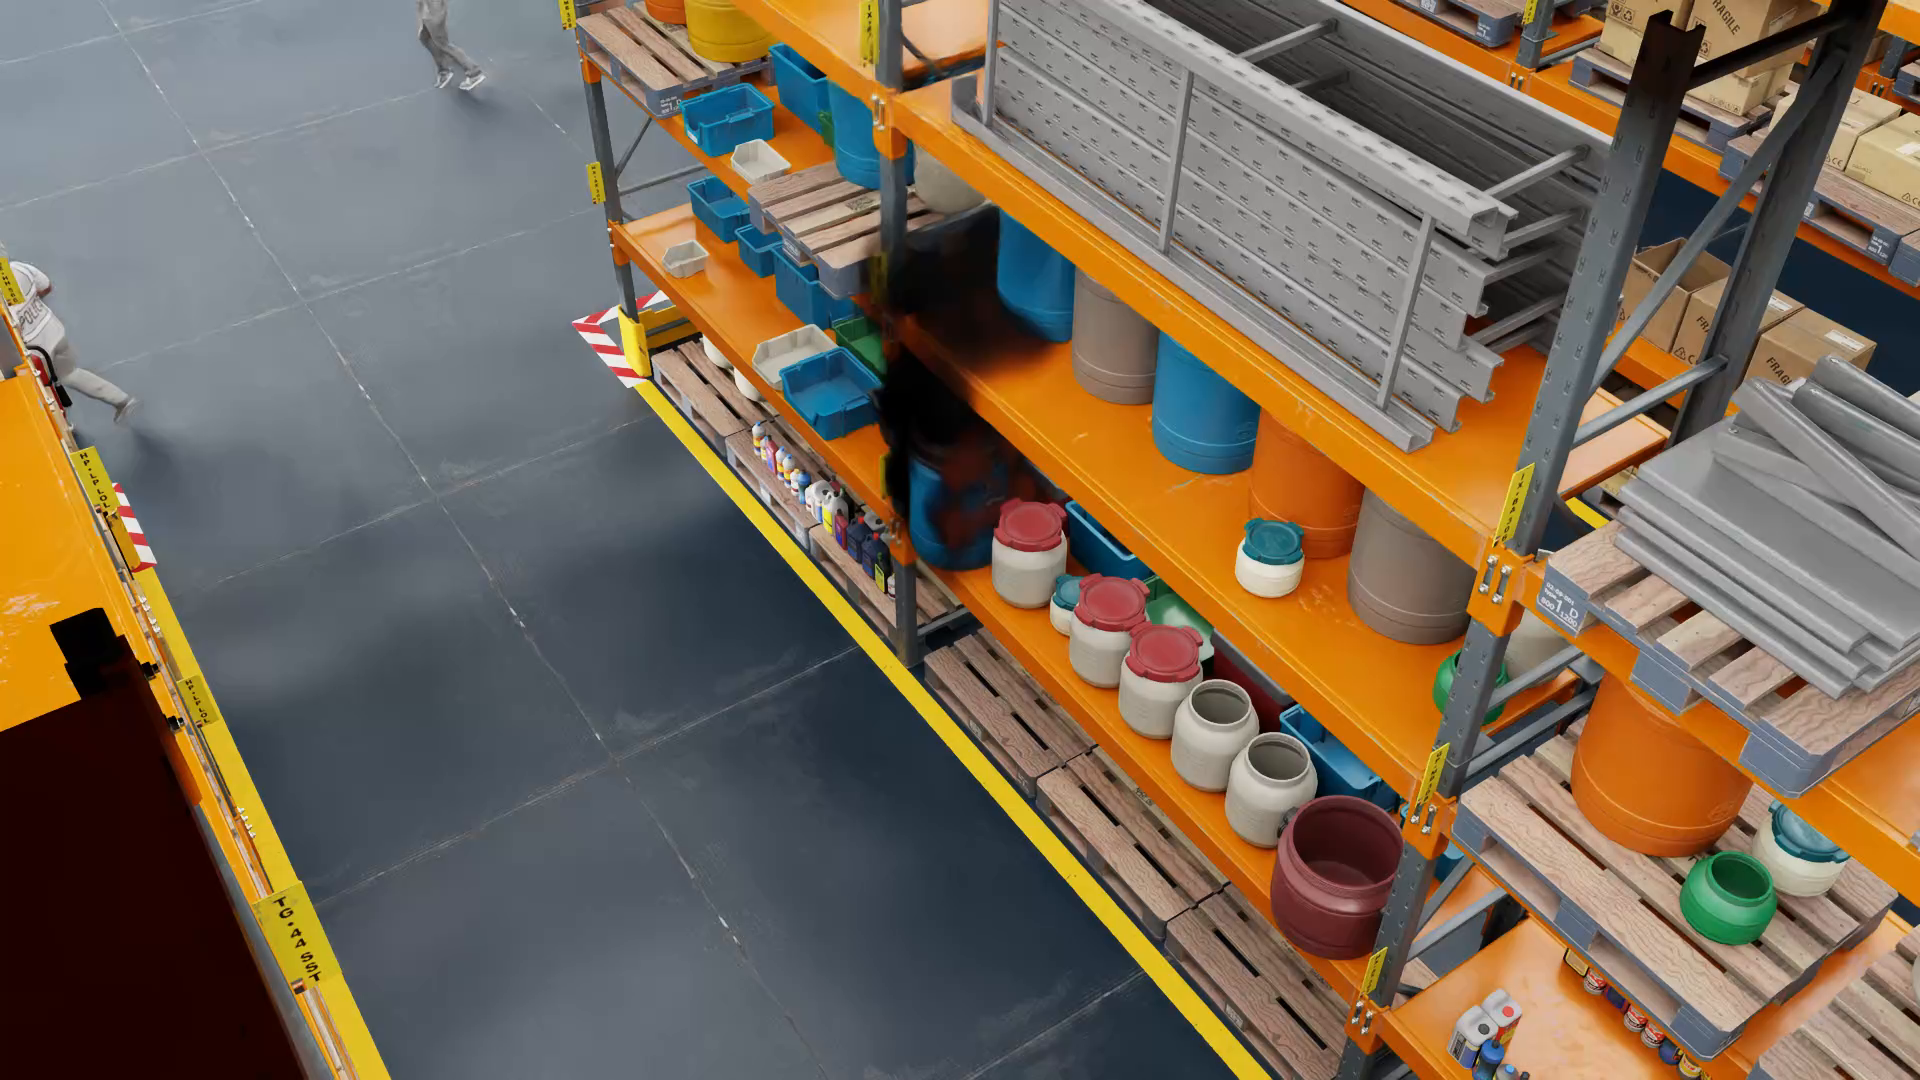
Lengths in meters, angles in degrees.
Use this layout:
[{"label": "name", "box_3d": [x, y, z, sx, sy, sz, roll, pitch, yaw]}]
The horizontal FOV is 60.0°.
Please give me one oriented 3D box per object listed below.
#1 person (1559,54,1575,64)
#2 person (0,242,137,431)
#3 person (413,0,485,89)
[{"label": "person", "box_3d": [4.868, -3.722, 14.637, 0.847, 1.555, 0.749, 34, 52, 31]}, {"label": "person", "box_3d": [-6.639, -1.393, 11.989, 0.863, 1.793, 0.670, 8, 43, 8]}, {"label": "person", "box_3d": [-5.066, -5.074, 16.118, 0.671, 1.655, 0.547, 1, 43, 1]}]
